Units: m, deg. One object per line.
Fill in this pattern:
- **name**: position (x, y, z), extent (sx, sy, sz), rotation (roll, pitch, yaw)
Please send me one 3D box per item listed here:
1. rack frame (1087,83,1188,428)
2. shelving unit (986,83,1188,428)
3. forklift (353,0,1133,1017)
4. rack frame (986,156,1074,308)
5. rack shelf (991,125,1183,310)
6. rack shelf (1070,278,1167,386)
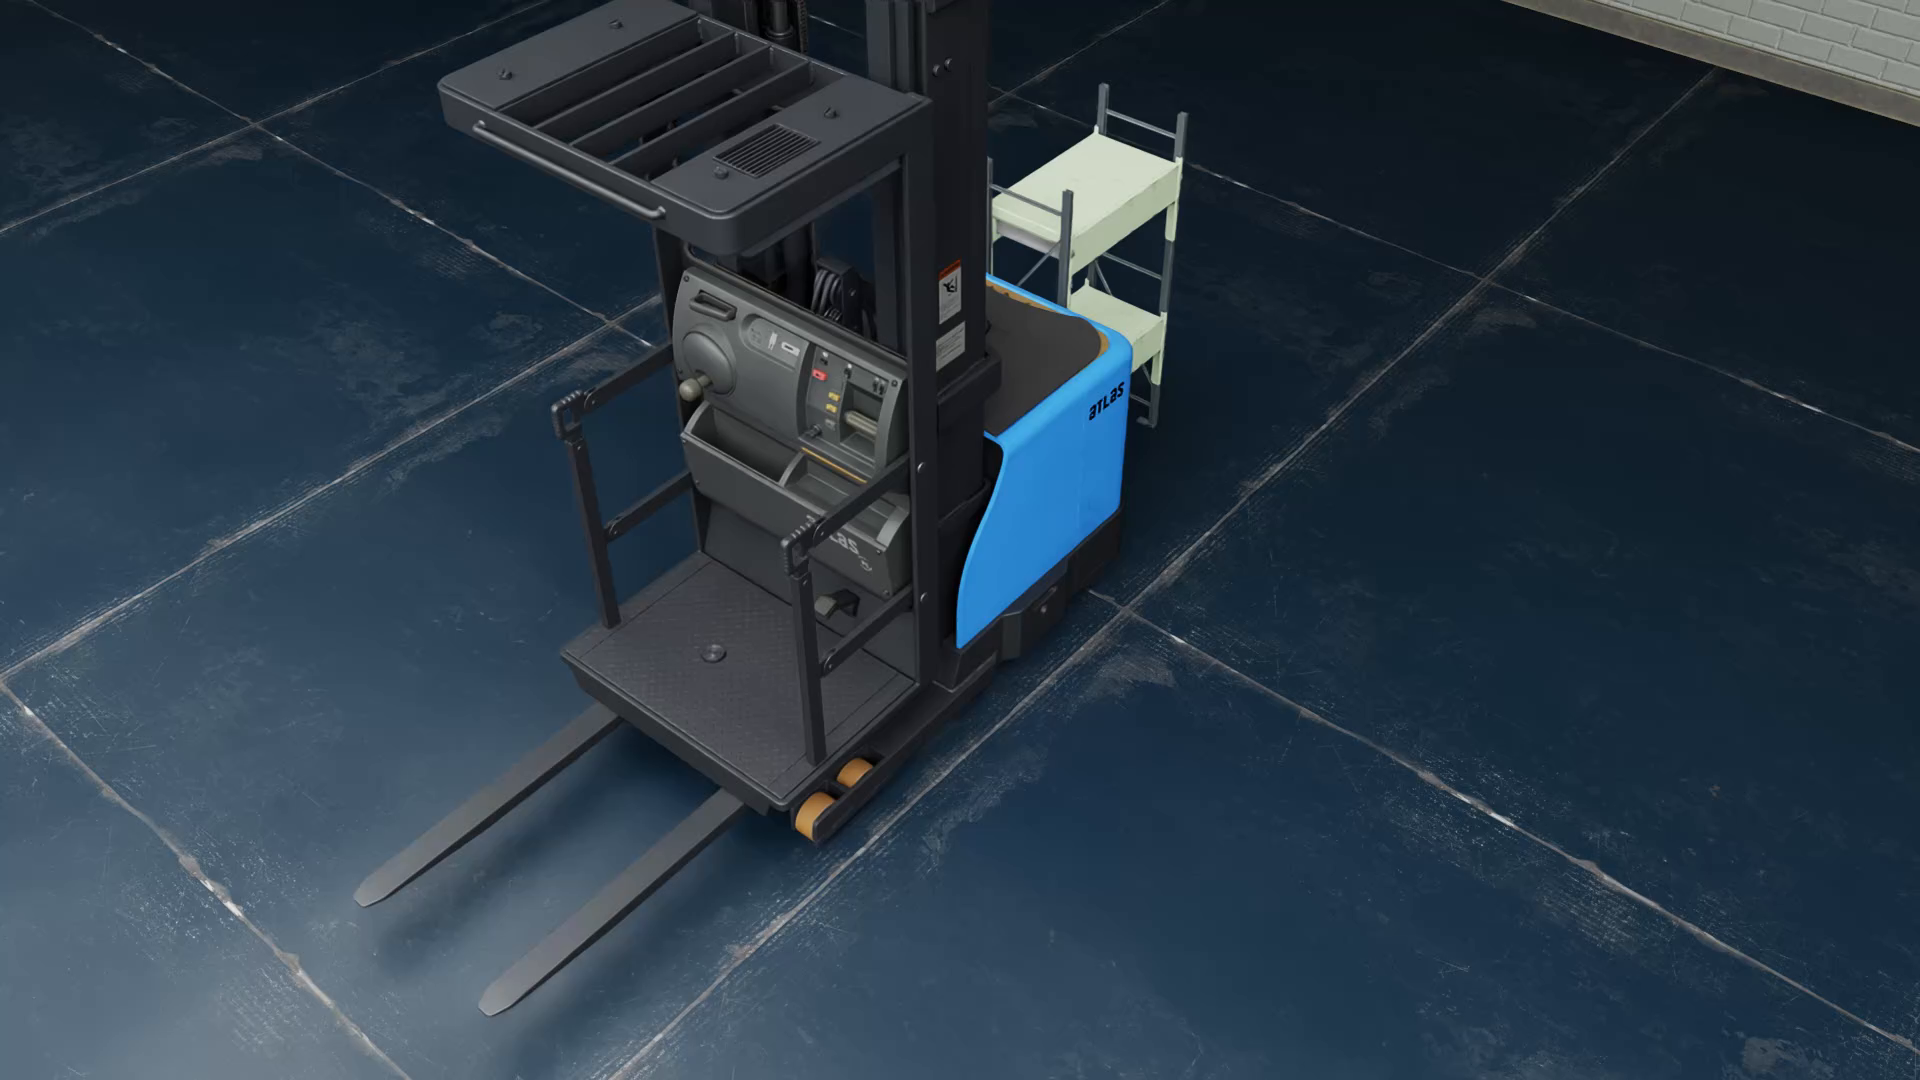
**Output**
- **rack frame**: position (0.703, -1.137, 6.886), extent (0.400, 1.500, 0.023), rotation (29, 50, 28)
- **shelving unit**: position (0.472, -0.946, 6.676), extent (0.431, 1.500, 0.755), rotation (29, 50, 28)
- **forklift**: position (-0.683, -0.450, 5.066), extent (1.130, 2.935, 3.031), rotation (29, 50, 28)
- **rack frame**: position (0.241, -0.755, 6.466), extent (0.400, 1.500, 0.023), rotation (29, 50, 28)
- **rack shelf**: position (0.472, -1.235, 6.413), extent (0.431, 0.370, 0.720), rotation (29, 50, 28)
- **rack shelf**: position (0.472, -0.705, 6.895), extent (0.431, 0.370, 0.720), rotation (29, 50, 28)
